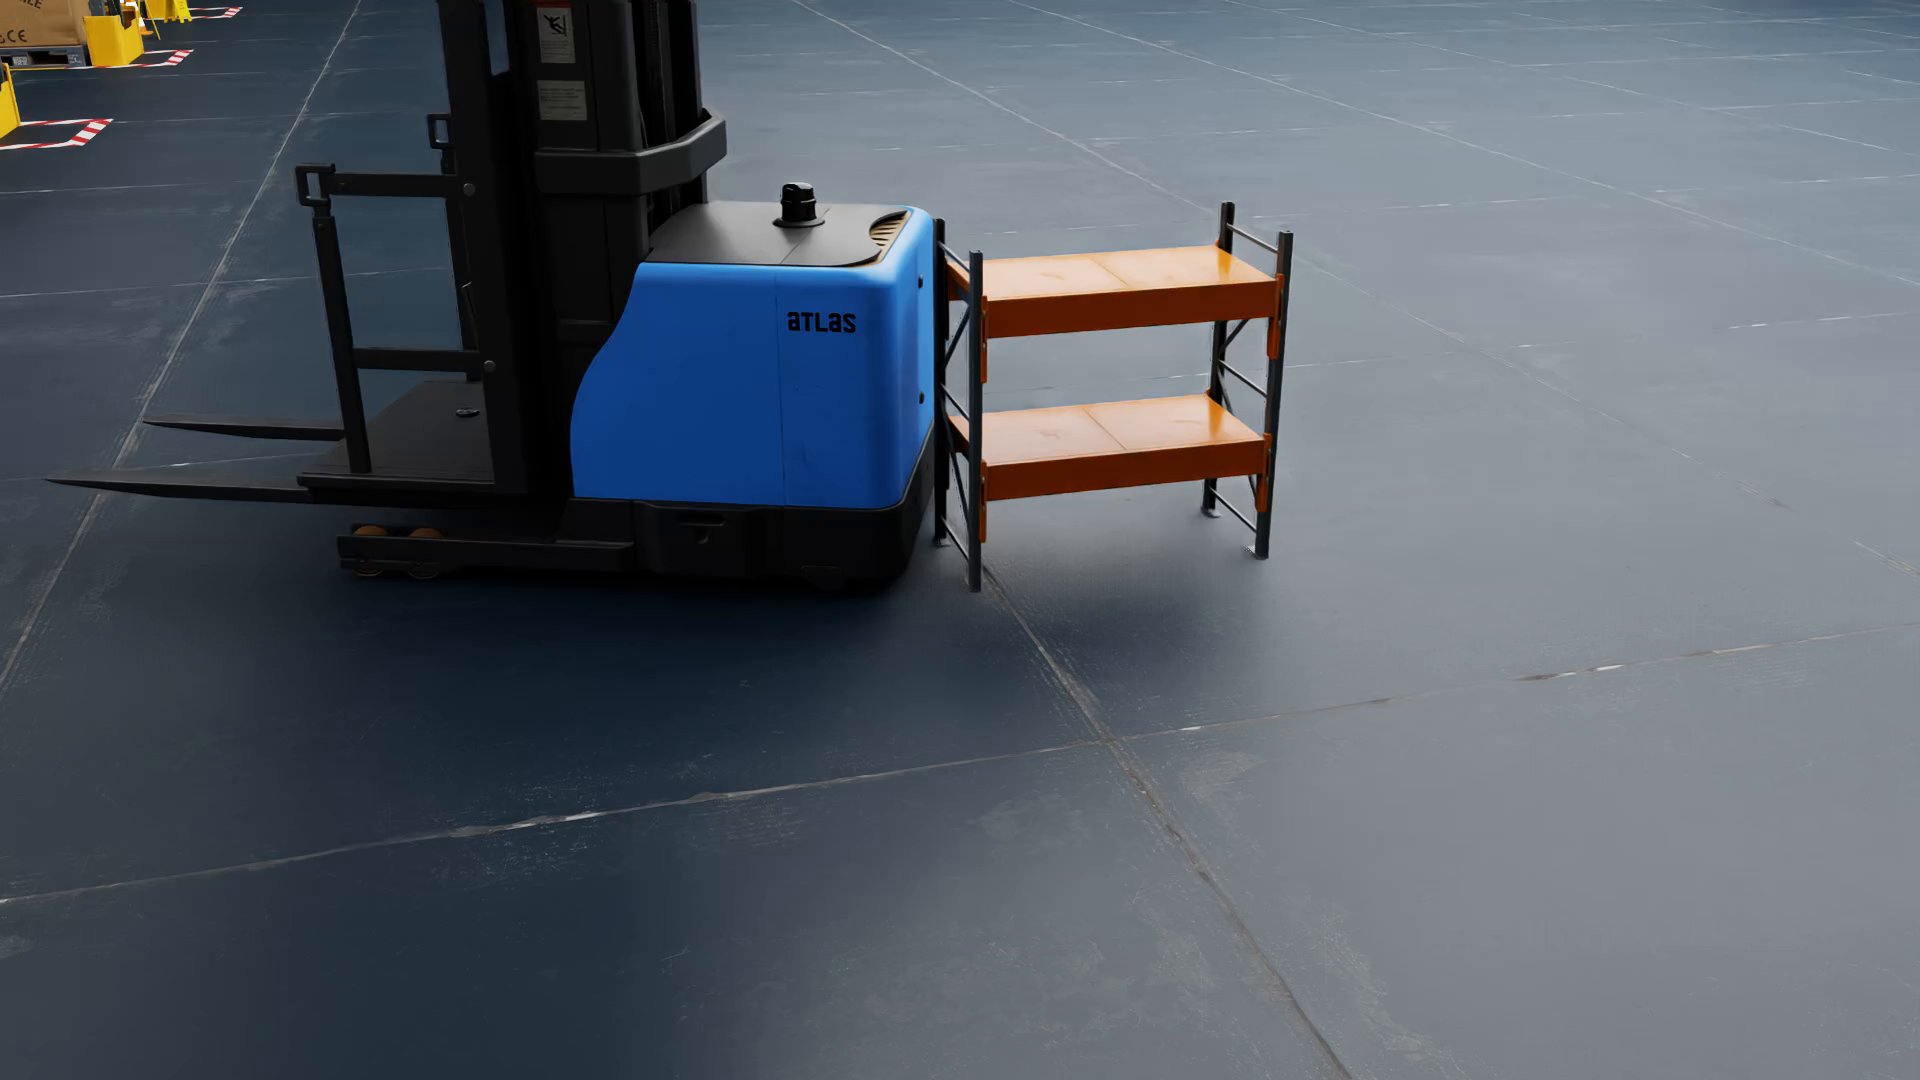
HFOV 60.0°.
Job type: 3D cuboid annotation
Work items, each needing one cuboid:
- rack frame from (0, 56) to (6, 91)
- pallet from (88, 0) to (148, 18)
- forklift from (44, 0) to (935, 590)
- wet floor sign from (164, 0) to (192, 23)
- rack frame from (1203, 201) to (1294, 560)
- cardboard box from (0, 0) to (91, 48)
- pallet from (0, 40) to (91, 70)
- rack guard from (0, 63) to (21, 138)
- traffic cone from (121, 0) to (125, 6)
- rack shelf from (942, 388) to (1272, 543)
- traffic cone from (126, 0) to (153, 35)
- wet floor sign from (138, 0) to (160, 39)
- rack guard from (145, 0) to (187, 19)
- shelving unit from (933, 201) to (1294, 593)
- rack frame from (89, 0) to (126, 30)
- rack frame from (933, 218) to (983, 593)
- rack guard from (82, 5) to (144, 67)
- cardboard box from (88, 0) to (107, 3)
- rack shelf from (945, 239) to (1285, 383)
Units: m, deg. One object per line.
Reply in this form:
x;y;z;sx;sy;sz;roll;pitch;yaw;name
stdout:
-7.818;-4.645;12.856;0.127;3.000;1.000;-6;24;-14;rack frame
-11.360;-7.045;21.985;1.213;0.211;1.003;-6;24;-14;pallet
-1.637;-1.419;5.424;3.031;2.935;1.130;3;23;6;forklift
-10.023;-6.940;21.189;0.232;0.644;0.267;2;23;4;wet floor sign
0.972;-0.544;5.675;0.032;1.125;0.500;-6;24;-14;rack frame
-9.696;-5.659;17.379;0.875;0.875;0.875;-6;24;-14;cardboard box
-9.809;-5.143;17.552;1.213;0.211;1.003;-6;24;-14;pallet
-7.891;-3.489;13.330;0.348;0.500;1.175;-6;24;-14;rack guard
-10.561;-6.706;20.876;0.334;0.463;0.336;-6;24;-14;traffic cone
0.481;-0.267;5.650;1.000;0.278;0.538;-6;24;-14;rack shelf
-9.934;-6.321;19.979;0.334;0.463;0.336;-6;24;-14;traffic cone
-9.568;-6.212;19.493;0.232;0.644;0.267;-11;25;-23;wet floor sign
-10.568;-7.251;22.098;0.348;0.500;1.175;-6;24;-14;rack guard
0.481;-0.492;5.554;1.048;1.125;0.538;-6;24;-14;shelving unit
-9.061;-6.539;17.270;0.127;3.000;1.000;-6;24;-14;rack frame
-0.010;-0.440;5.432;0.032;1.125;0.500;-6;24;-14;rack frame
-9.038;-5.393;17.769;0.348;0.500;1.175;-6;24;-14;rack guard
-11.224;-7.146;21.639;0.500;0.250;0.500;-6;24;-15;cardboard box
0.481;-0.761;5.438;1.000;0.278;0.538;-6;24;-14;rack shelf
